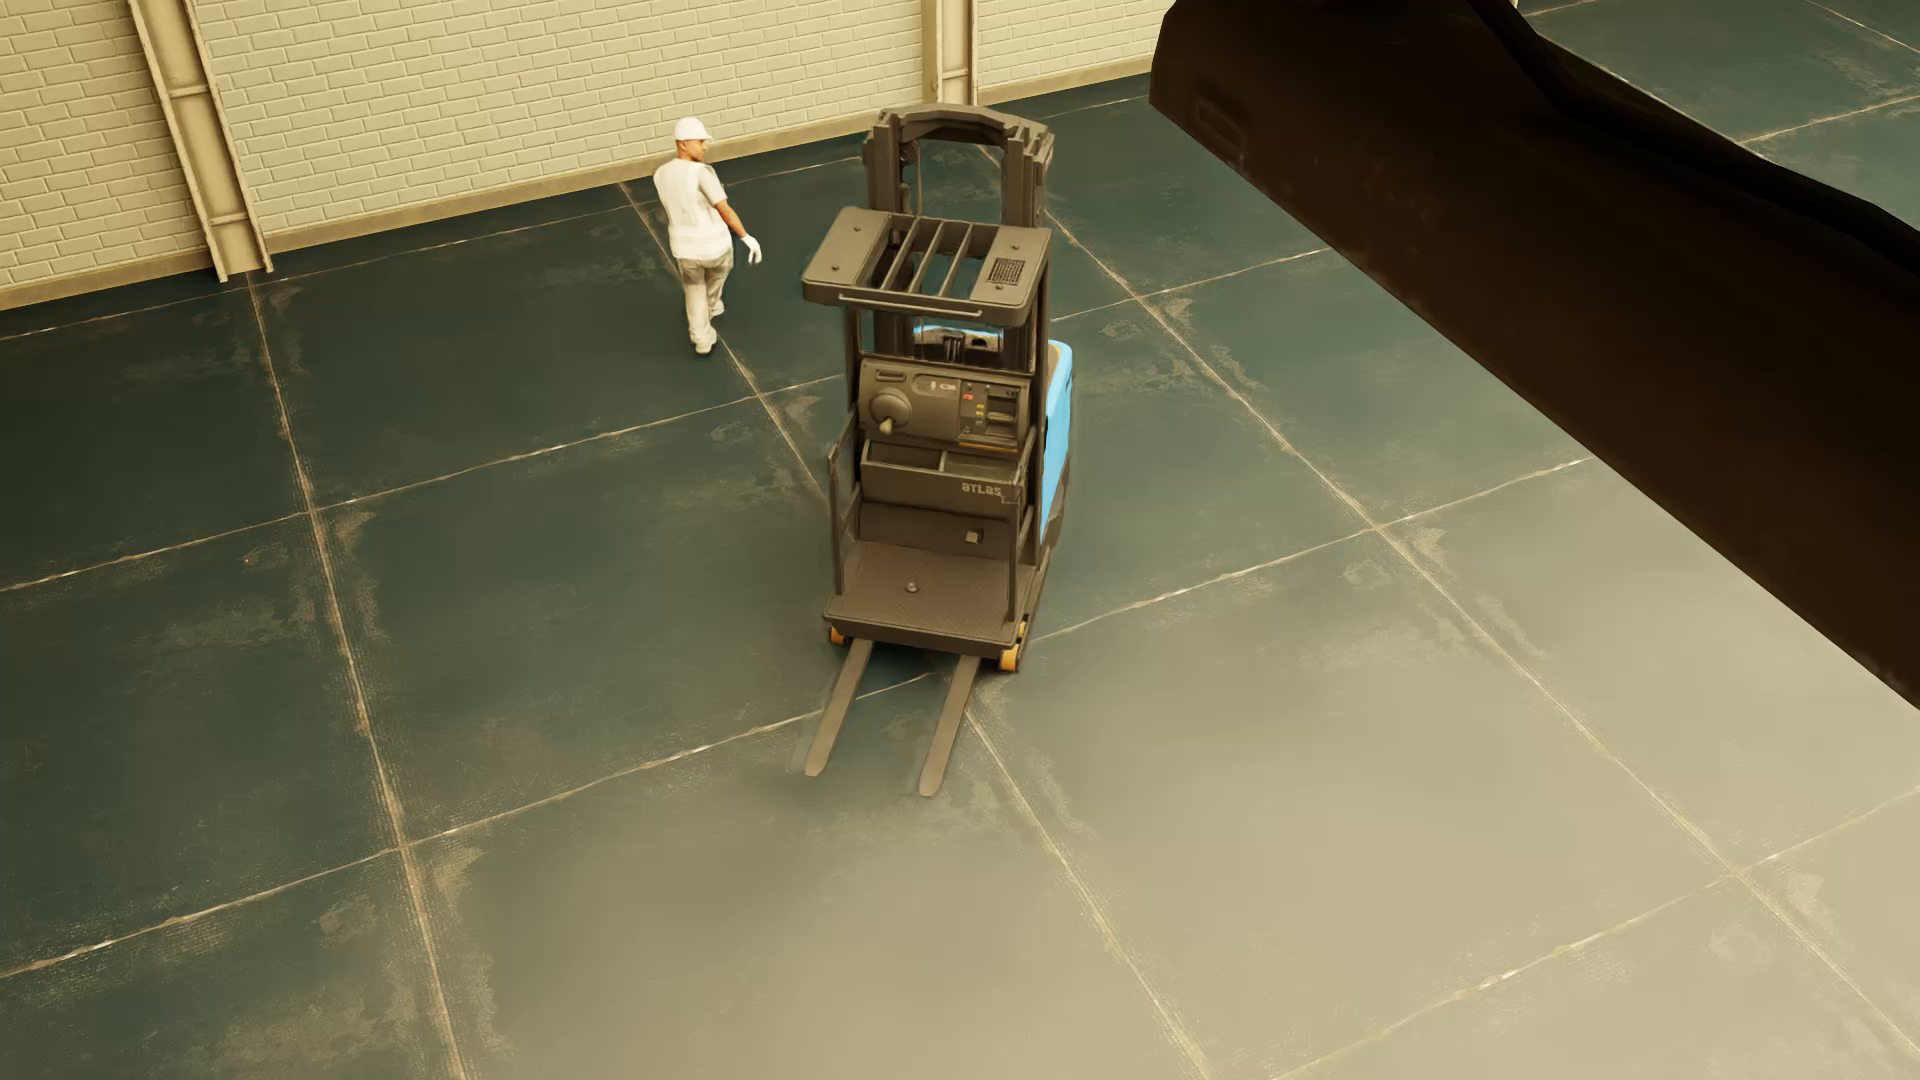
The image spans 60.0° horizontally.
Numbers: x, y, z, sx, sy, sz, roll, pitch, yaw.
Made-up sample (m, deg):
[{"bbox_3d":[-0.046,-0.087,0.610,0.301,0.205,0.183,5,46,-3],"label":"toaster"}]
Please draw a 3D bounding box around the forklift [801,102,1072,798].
[{"bbox_3d":[-0.134,-0.649,8.793,1.130,2.935,3.031,8,41,10],"label":"forklift"}]

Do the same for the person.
[{"bbox_3d":[-1.699,-2.156,11.628,0.841,1.646,0.841,9,41,11],"label":"person"}]
